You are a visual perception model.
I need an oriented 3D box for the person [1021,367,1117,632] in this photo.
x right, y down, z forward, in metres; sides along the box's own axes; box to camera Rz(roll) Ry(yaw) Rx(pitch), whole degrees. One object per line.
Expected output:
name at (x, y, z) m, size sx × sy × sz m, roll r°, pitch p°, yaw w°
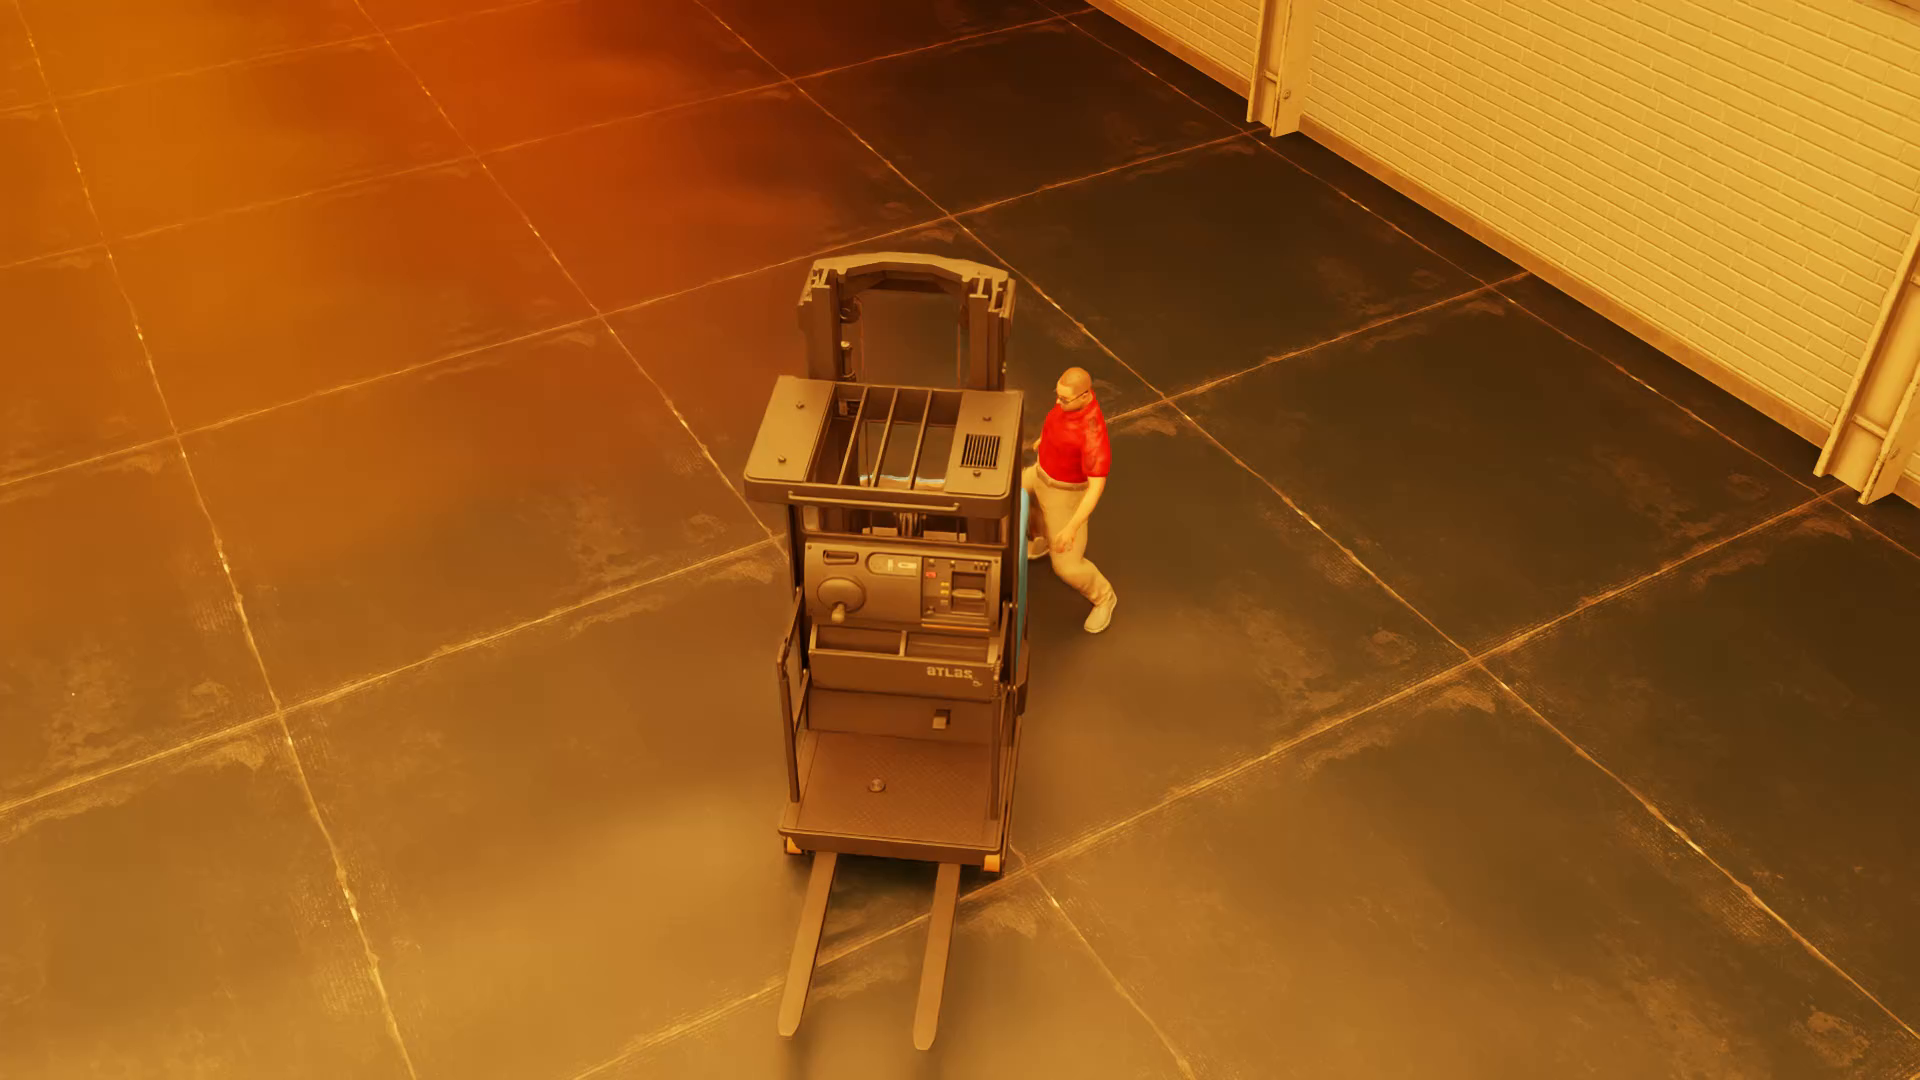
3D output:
person at (0.586, -0.317, 9.468) m, size 0.606 × 1.628 × 0.947 m, roll -9°, pitch 41°, yaw -11°

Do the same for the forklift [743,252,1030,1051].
forklift at (-0.294, 0.296, 7.679) m, size 1.130 × 2.935 × 3.031 m, roll 4°, pitch 40°, yaw 5°
